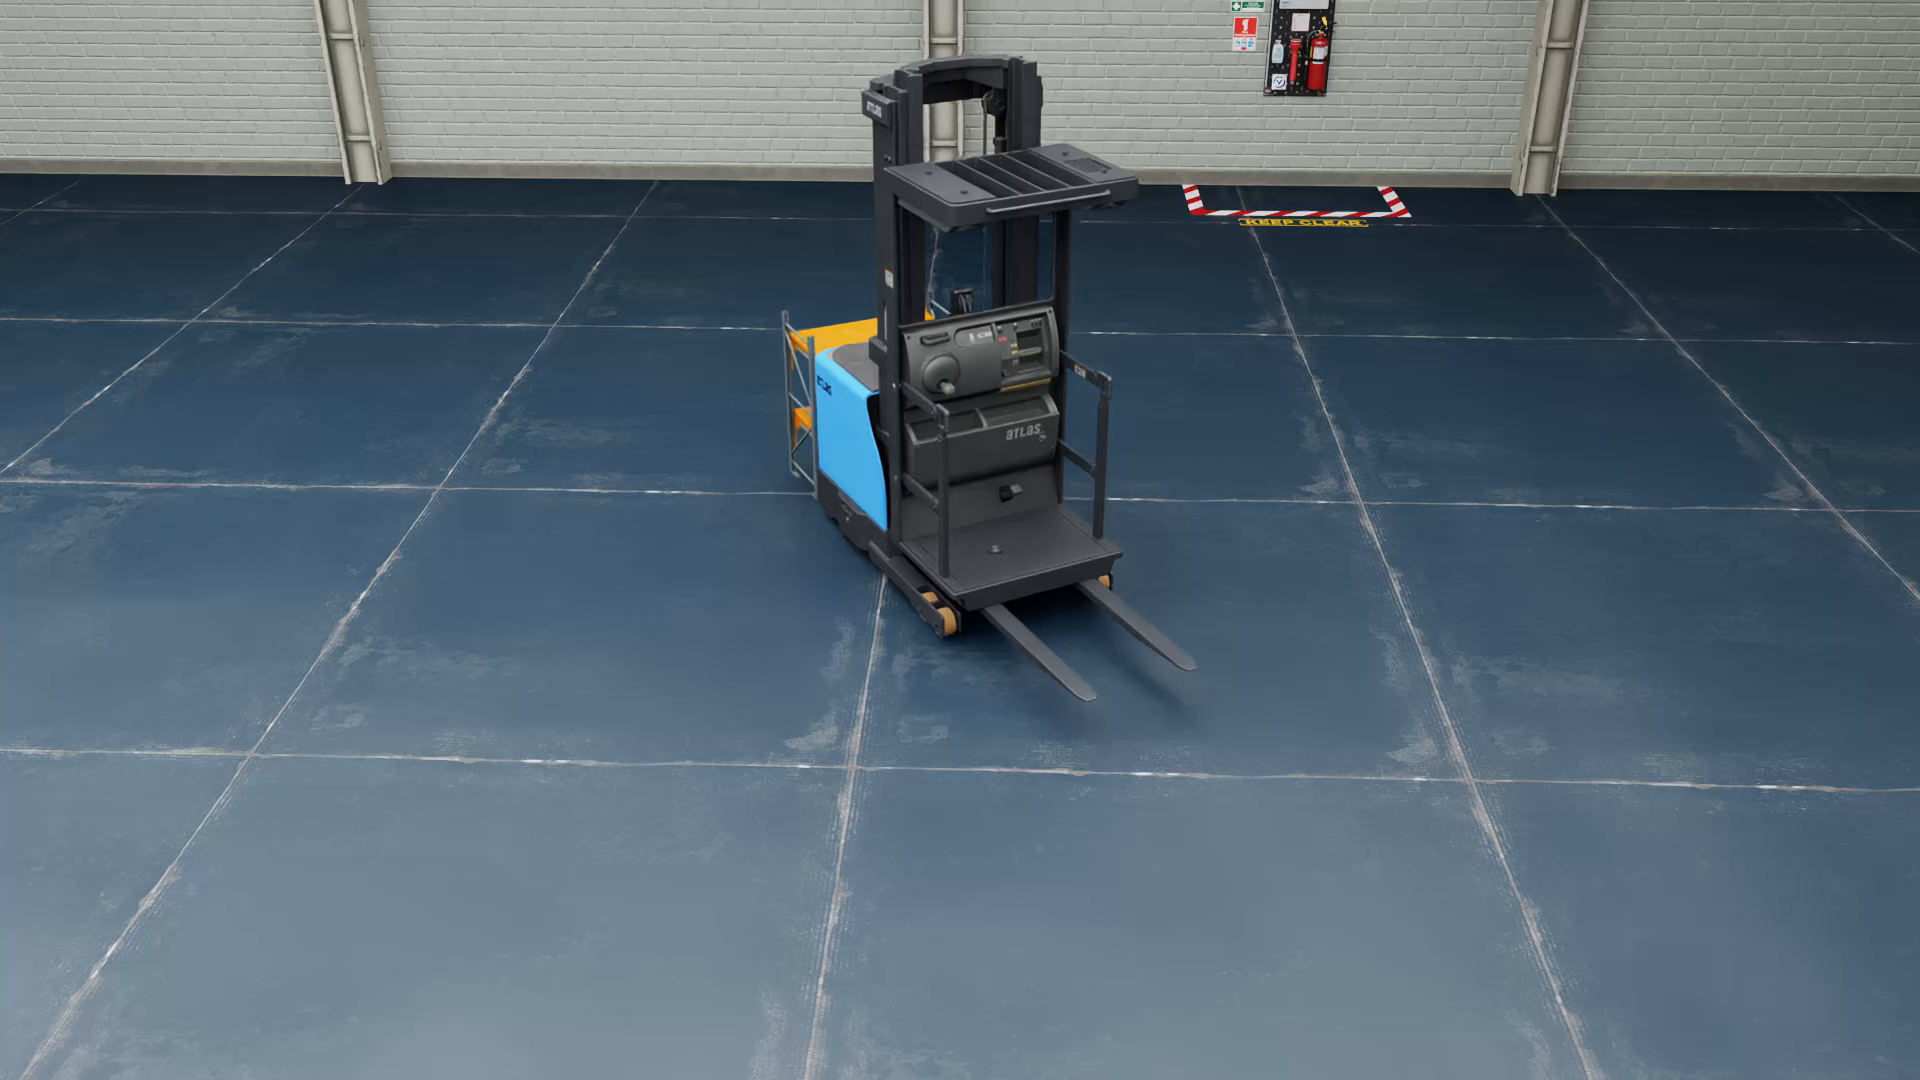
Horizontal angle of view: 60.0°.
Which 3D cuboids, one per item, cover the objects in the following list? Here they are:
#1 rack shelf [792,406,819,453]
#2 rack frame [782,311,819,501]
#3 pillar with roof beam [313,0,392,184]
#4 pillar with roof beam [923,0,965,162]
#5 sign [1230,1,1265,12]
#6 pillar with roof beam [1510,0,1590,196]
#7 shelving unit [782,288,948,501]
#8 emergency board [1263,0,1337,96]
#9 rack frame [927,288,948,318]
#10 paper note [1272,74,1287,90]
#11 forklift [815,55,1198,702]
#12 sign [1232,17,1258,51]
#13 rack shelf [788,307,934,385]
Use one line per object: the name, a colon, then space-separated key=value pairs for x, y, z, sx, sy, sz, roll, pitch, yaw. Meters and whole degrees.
rack shelf: x=-0.557 y=-0.744 z=10.975 sx=1.000 sy=0.278 sz=0.538 roll=-13 pitch=30 yaw=-22
rack frame: x=-1.016 y=-0.858 z=10.667 sx=0.032 sy=1.125 sz=0.500 roll=-13 pitch=30 yaw=-22
pillar with roof beam: x=-6.307 y=-5.713 z=11.418 sx=0.400 sy=9.000 sz=9.100 roll=1 pitch=28 yaw=2
pillar with roof beam: x=-0.311 y=-5.613 z=11.231 sx=0.400 sy=9.000 sz=9.100 roll=1 pitch=28 yaw=2
sign: x=2.824 y=-5.240 z=16.329 sx=0.331 sy=0.109 sz=0.001 roll=1 pitch=28 yaw=2
pillar with roof beam: x=5.686 y=-5.514 z=11.044 sx=0.400 sy=9.000 sz=9.100 roll=1 pitch=28 yaw=2
shelving unit: x=-0.557 y=-0.960 z=10.861 sx=1.048 sy=1.125 sz=0.538 roll=-13 pitch=30 yaw=-22
emergency board: x=3.369 y=-4.937 z=16.361 sx=0.643 sy=1.169 sz=0.194 roll=1 pitch=28 yaw=2
rack frame: x=-0.099 y=-1.063 z=11.055 sx=0.032 sy=1.125 sz=0.500 roll=-13 pitch=30 yaw=-22
paper note: x=3.195 y=-4.583 z=16.634 sx=0.142 sy=0.148 sz=0.016 roll=1 pitch=28 yaw=2
forklift: x=0.226 y=-0.996 z=8.999 sx=1.130 sy=2.935 sz=3.031 roll=-14 pitch=31 yaw=-24
sign: x=2.820 y=-5.010 z=16.461 sx=0.234 sy=0.329 sz=0.001 roll=1 pitch=28 yaw=2
rack shelf: x=-0.557 y=-1.219 z=10.724 sx=1.000 sy=0.278 sz=0.538 roll=-13 pitch=30 yaw=-22
